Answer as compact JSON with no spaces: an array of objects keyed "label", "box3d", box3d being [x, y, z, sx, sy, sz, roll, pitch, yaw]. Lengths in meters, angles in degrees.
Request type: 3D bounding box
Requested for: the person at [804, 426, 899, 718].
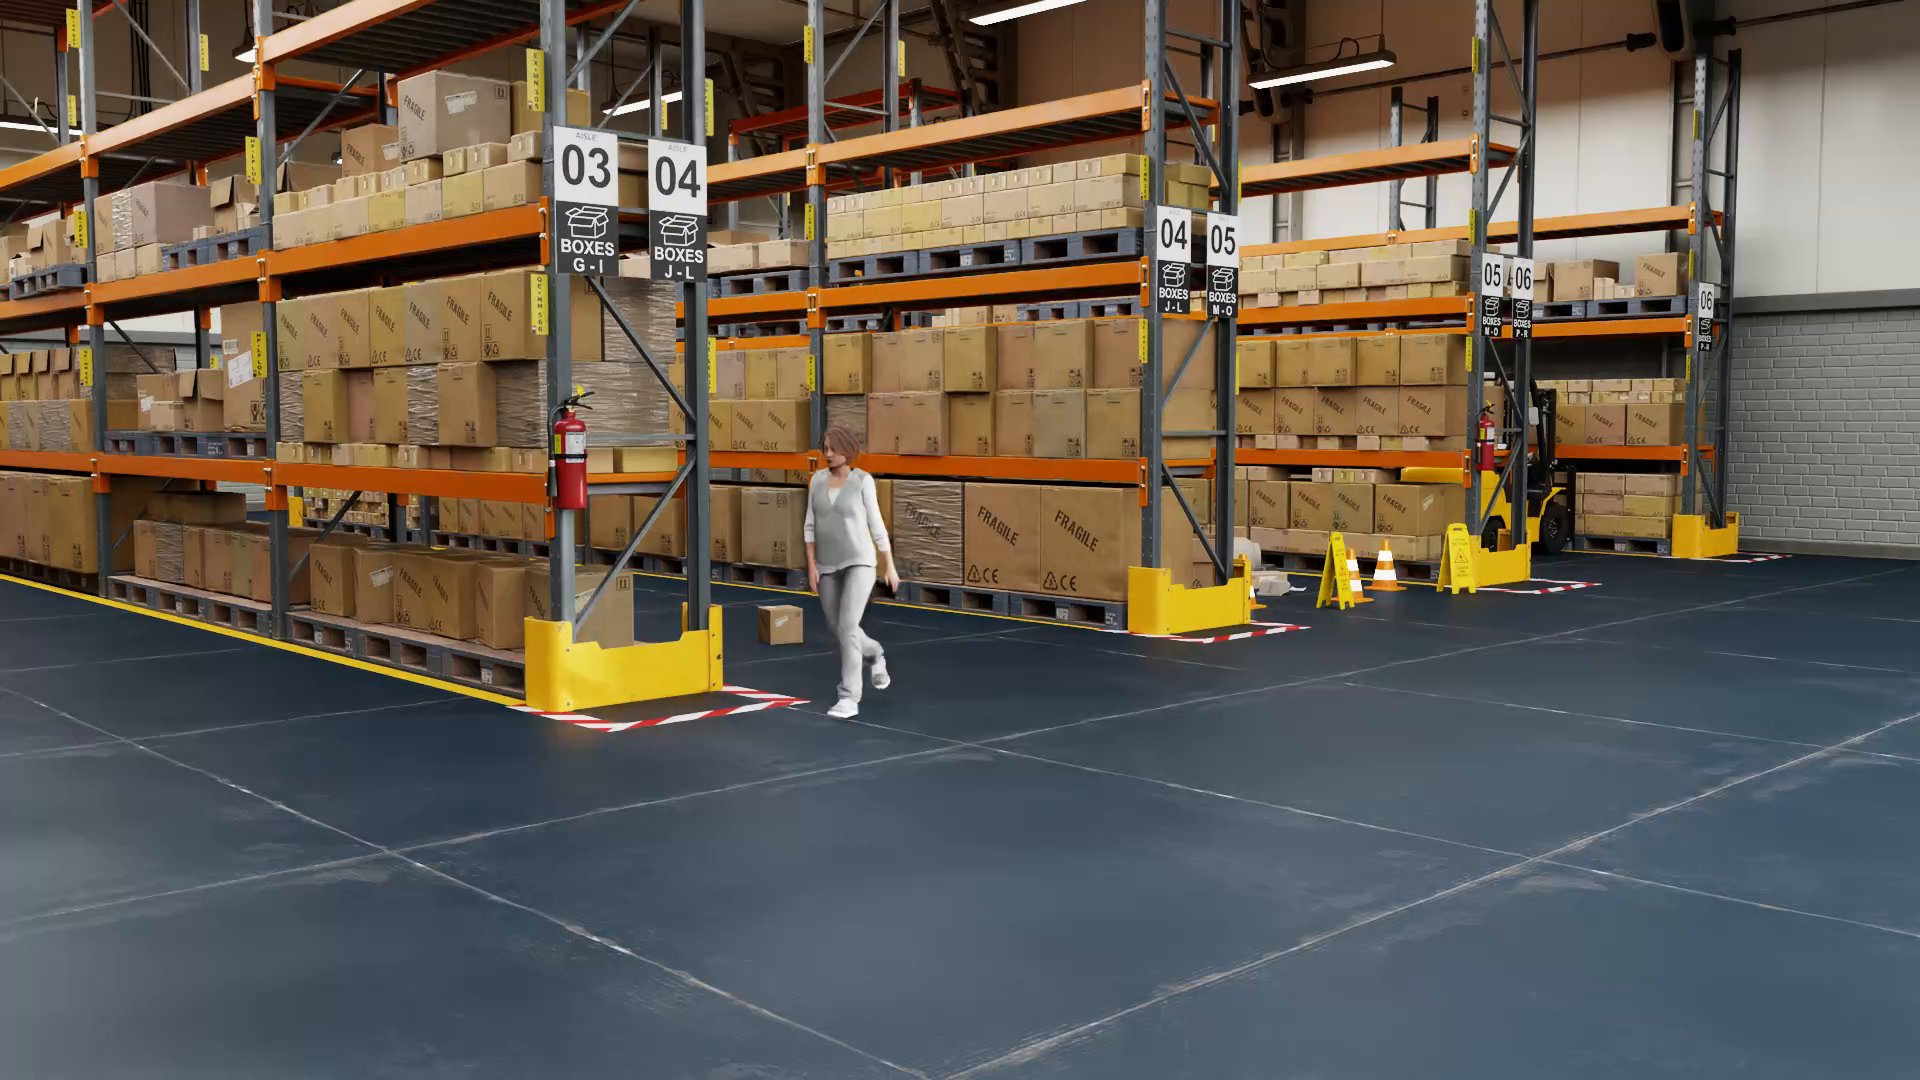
[{"label":"person","box3d":[-0.592,0.158,9.141,0.466,1.546,0.775,2,5,25]}]
